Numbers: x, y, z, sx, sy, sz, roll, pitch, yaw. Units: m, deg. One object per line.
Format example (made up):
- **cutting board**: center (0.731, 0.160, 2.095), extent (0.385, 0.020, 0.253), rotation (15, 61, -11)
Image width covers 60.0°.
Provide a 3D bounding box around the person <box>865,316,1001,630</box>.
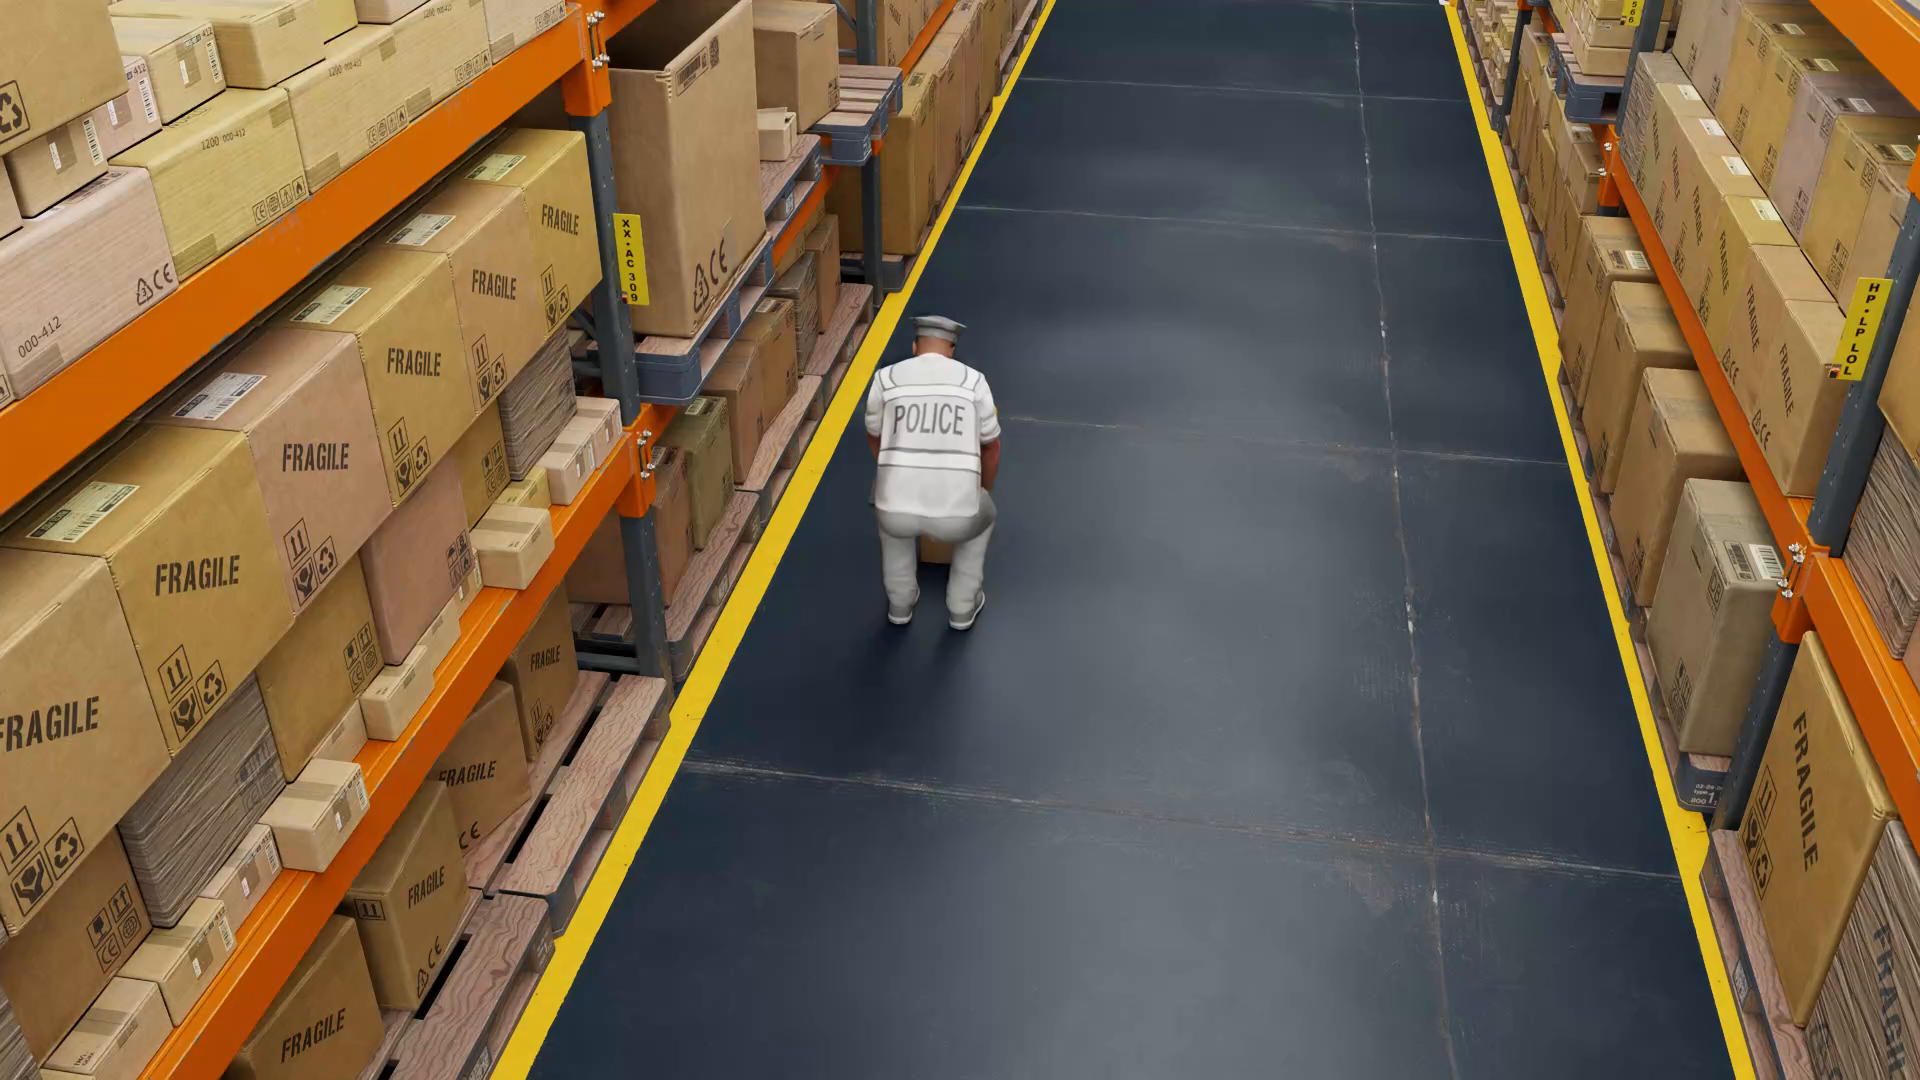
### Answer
- **person**: center (-0.138, -0.271, 7.053), extent (0.580, 1.234, 0.890), rotation (5, 33, 8)
